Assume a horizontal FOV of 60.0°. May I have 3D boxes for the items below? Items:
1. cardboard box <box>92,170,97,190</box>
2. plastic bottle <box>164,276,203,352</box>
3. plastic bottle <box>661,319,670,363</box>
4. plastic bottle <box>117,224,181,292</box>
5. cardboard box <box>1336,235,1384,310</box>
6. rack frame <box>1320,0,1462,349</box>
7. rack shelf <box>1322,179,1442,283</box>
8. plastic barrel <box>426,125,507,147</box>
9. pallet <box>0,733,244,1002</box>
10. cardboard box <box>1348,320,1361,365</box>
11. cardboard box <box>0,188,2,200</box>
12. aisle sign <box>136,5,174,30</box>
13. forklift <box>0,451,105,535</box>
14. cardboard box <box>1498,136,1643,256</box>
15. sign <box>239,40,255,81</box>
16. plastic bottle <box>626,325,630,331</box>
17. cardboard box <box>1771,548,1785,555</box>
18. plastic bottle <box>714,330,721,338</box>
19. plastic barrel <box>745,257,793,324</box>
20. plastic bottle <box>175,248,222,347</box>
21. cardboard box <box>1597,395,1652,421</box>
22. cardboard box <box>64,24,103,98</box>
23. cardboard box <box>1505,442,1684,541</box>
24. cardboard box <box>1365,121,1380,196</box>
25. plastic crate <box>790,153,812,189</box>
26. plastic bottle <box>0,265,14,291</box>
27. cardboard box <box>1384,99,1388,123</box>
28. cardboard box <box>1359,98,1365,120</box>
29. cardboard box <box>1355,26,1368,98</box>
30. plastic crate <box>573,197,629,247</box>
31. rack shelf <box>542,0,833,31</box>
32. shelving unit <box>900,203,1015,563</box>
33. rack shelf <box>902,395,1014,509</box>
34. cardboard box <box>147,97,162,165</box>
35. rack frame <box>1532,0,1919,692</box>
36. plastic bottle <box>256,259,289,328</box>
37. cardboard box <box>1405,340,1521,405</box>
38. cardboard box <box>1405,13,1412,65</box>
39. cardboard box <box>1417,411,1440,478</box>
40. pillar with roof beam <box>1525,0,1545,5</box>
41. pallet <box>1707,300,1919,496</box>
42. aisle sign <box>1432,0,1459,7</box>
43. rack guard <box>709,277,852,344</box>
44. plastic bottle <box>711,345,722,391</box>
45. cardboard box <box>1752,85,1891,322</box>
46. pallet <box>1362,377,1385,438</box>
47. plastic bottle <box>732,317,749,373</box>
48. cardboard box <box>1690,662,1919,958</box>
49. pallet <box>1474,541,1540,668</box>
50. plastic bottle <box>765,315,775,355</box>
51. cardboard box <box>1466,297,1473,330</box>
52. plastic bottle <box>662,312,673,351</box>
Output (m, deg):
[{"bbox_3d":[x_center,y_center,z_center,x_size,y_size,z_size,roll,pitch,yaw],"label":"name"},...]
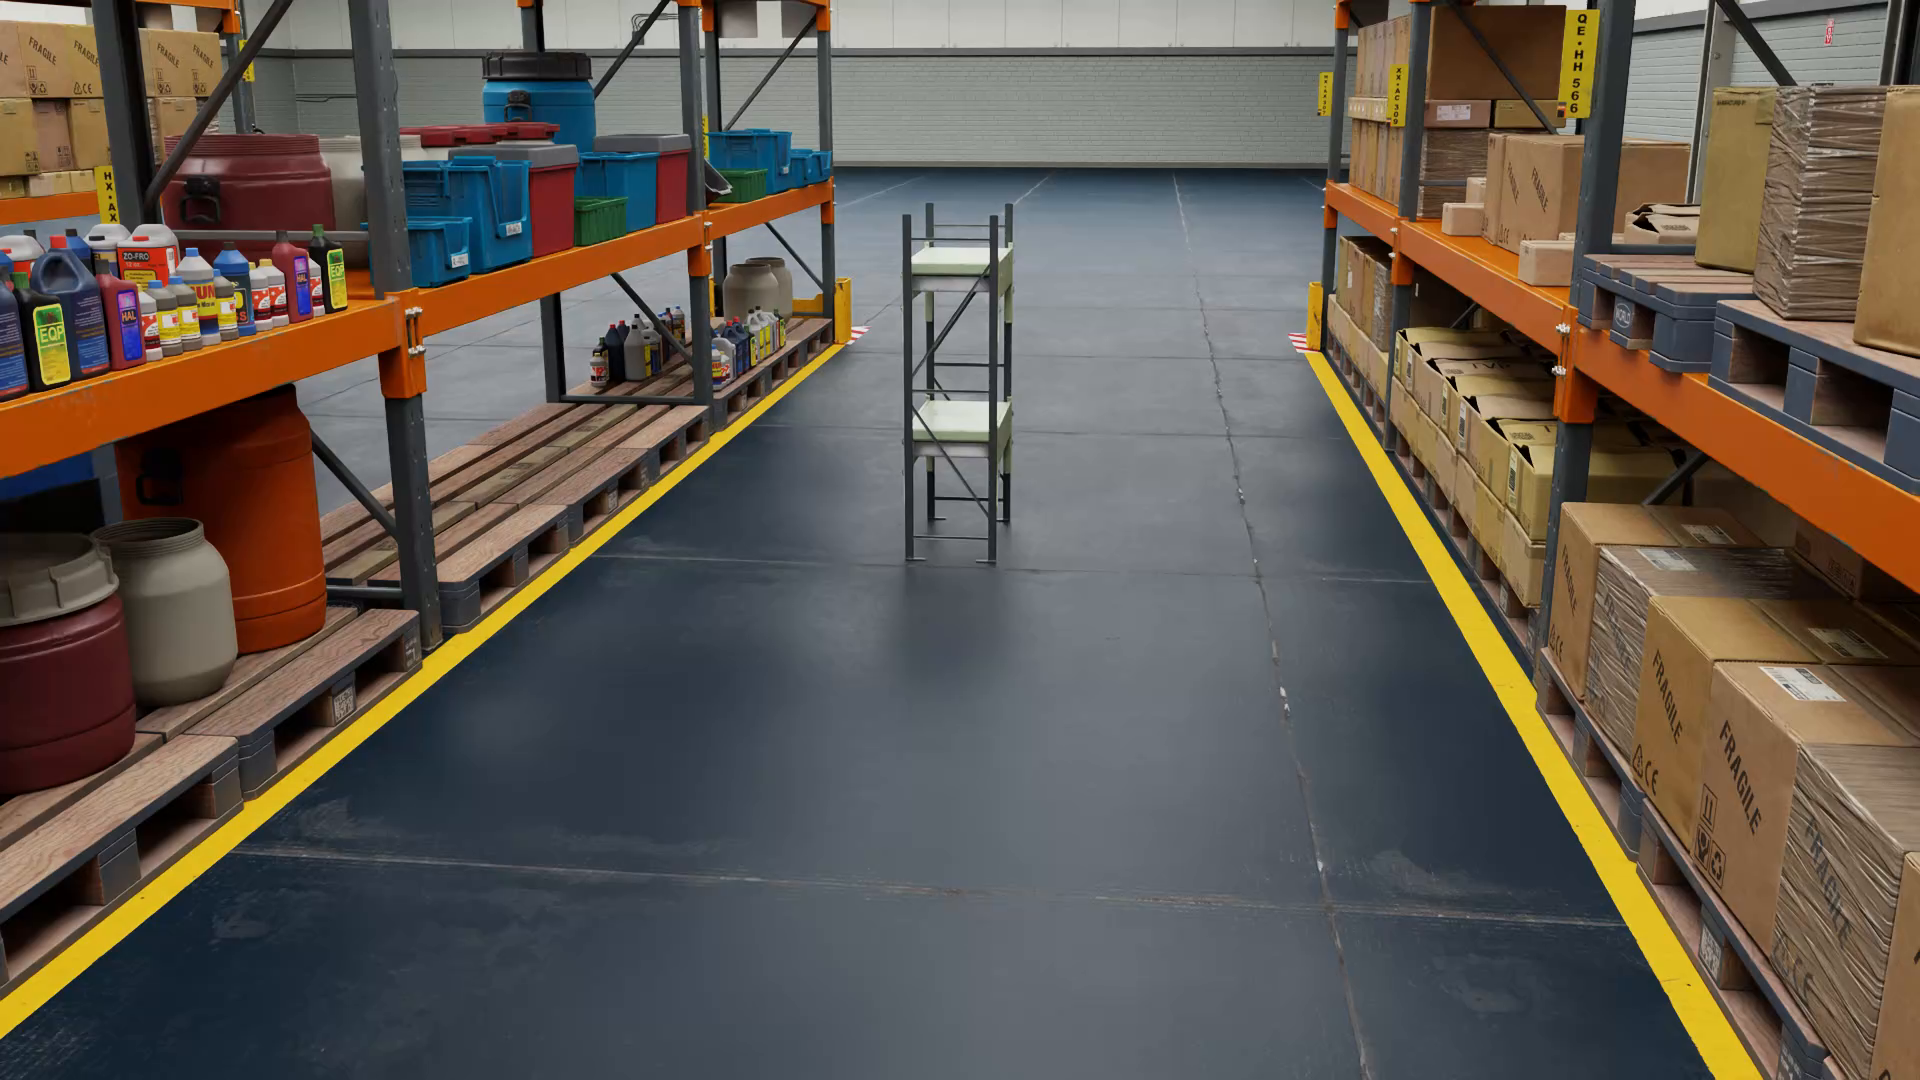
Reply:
[{"bbox_3d":[-6.446,-2.624,12.100,0.380,0.149,0.250,2,15,6],"label":"cardboard box"},{"bbox_3d":[-2.172,-0.630,4.628,0.097,0.201,0.097,0,15,0],"label":"plastic bottle"},{"bbox_3d":[-2.014,-1.346,11.254,0.061,0.283,0.133,2,15,6],"label":"plastic bottle"},{"bbox_3d":[-2.657,-0.892,5.453,0.152,0.276,0.135,2,15,6],"label":"plastic bottle"},{"bbox_3d":[3.050,-1.962,12.199,0.500,0.500,0.500,2,15,6],"label":"cardboard box"},{"bbox_3d":[3.386,-2.987,12.963,1.000,3.000,0.127,2,15,6],"label":"rack frame"},{"bbox_3d":[3.160,-2.121,11.139,1.077,0.370,4.000,2,15,6],"label":"rack shelf"},{"bbox_3d":[-2.395,-1.730,8.054,0.433,0.535,0.433,0,15,0],"label":"plastic barrel"},{"bbox_3d":[-2.626,0.808,4.269,1.003,0.211,1.213,2,15,6],"label":"pallet"},{"bbox_3d":[2.934,-1.341,11.339,0.500,0.250,0.500,2,15,6],"label":"cardboard box"},{"bbox_3d":[-6.543,-2.298,10.897,0.380,0.149,0.250,2,15,6],"label":"cardboard box"},{"bbox_3d":[-6.748,-4.560,13.799,0.394,0.787,0.004,2,15,6],"label":"aisle sign"},{"bbox_3d":[-4.942,-1.099,6.112,1.130,2.935,3.031,6,16,22],"label":"forklift"},{"bbox_3d":[2.716,-1.533,7.393,0.500,0.500,0.500,2,15,6],"label":"cardboard box"},{"bbox_3d":[-5.907,-3.970,13.774,0.100,0.325,0.005,2,15,6],"label":"sign"},{"bbox_3d":[-2.202,-1.267,10.961,0.061,0.283,0.133,3,15,10],"label":"plastic bottle"},{"bbox_3d":[2.834,0.085,6.064,0.500,0.250,0.500,2,15,6],"label":"cardboard box"},{"bbox_3d":[-1.587,-1.230,10.850,0.097,0.271,0.097,0,15,0],"label":"plastic bottle"},{"bbox_3d":[-1.534,-1.963,13.137,0.421,0.512,0.421,0,15,0],"label":"plastic barrel"},{"bbox_3d":[-2.161,-0.689,4.712,0.097,0.271,0.097,0,15,0],"label":"plastic bottle"},{"bbox_3d":[2.945,-0.454,6.985,0.500,0.311,0.500,1,15,5],"label":"cardboard box"},{"bbox_3d":[-6.447,-3.416,11.871,0.500,0.500,0.500,2,15,6],"label":"cardboard box"},{"bbox_3d":[2.298,-0.202,6.050,0.500,0.311,0.500,2,15,8],"label":"cardboard box"},{"bbox_3d":[3.204,-2.650,11.524,0.700,0.500,0.500,2,15,7],"label":"cardboard box"},{"bbox_3d":[-1.373,-2.755,12.391,0.499,0.251,0.408,2,15,6],"label":"plastic crate"},{"bbox_3d":[-2.353,-0.545,4.156,0.061,0.283,0.133,2,15,6],"label":"plastic bottle"},{"bbox_3d":[2.897,-2.717,10.531,0.380,0.149,0.250,2,15,8],"label":"cardboard box"},{"bbox_3d":[3.041,-3.055,11.778,0.380,0.149,0.250,1,15,5],"label":"cardboard box"},{"bbox_3d":[3.315,-3.527,12.284,0.700,0.500,0.500,2,15,6],"label":"cardboard box"},{"bbox_3d":[-1.903,-1.534,7.996,0.450,0.188,0.662,2,15,6],"label":"plastic crate"},{"bbox_3d":[-1.761,-3.716,11.290,1.077,0.370,4.000,2,15,6],"label":"rack shelf"},{"bbox_3d":[0.001,-0.726,7.473,0.431,1.500,0.755,2,15,6],"label":"shelving unit"},{"bbox_3d":[0.001,-0.411,7.558,0.431,0.370,0.720,2,15,6],"label":"rack shelf"},{"bbox_3d":[-6.582,-3.068,12.502,0.875,0.500,0.500,2,15,6],"label":"cardboard box"},{"bbox_3d":[2.483,-0.912,5.290,1.000,3.000,0.127,2,15,6],"label":"rack frame"},{"bbox_3d":[-2.117,-0.757,5.094,0.097,0.201,0.097,0,15,0],"label":"plastic bottle"},{"bbox_3d":[2.579,-0.866,8.509,0.500,0.311,0.500,2,15,6],"label":"cardboard box"},{"bbox_3d":[3.034,-2.871,9.855,0.700,0.500,0.500,2,15,6],"label":"cardboard box"},{"bbox_3d":[2.528,-0.461,8.083,0.500,0.250,0.500,1,15,5],"label":"cardboard box"},{"bbox_3d":[7.520,-11.883,34.367,9.100,9.000,0.400,2,15,6],"label":"pillar with roof beam"},{"bbox_3d":[2.269,-0.315,3.449,1.003,0.211,1.213,2,15,6],"label":"pallet"},{"bbox_3d":[3.685,-4.251,12.655,0.394,0.787,0.004,2,15,6],"label":"aisle sign"},{"bbox_3d":[-1.497,-1.906,13.755,1.175,0.500,0.348,2,15,6],"label":"rack guard"},{"bbox_3d":[-1.515,-1.062,10.226,0.097,0.271,0.097,0,15,0],"label":"plastic bottle"},{"bbox_3d":[2.231,-0.765,3.749,0.700,0.500,0.500,5,16,17],"label":"cardboard box"},{"bbox_3d":[3.066,-0.809,10.249,1.003,0.211,1.213,2,15,6],"label":"pallet"},{"bbox_3d":[-1.462,-1.276,10.868,0.144,0.351,0.185,1,15,4],"label":"plastic bottle"},{"bbox_3d":[1.979,0.593,3.669,0.500,0.500,0.500,1,15,4],"label":"cardboard box"},{"bbox_3d":[2.615,0.221,6.439,1.003,0.211,1.213,2,15,6],"label":"pallet"},{"bbox_3d":[-1.378,-1.442,11.623,0.152,0.276,0.135,1,15,5],"label":"plastic bottle"},{"bbox_3d":[3.347,-1.428,10.224,0.500,0.500,0.500,2,15,6],"label":"cardboard box"},{"bbox_3d":[-2.088,-1.480,11.771,0.097,0.271,0.097,0,15,0],"label":"plastic bottle"}]
